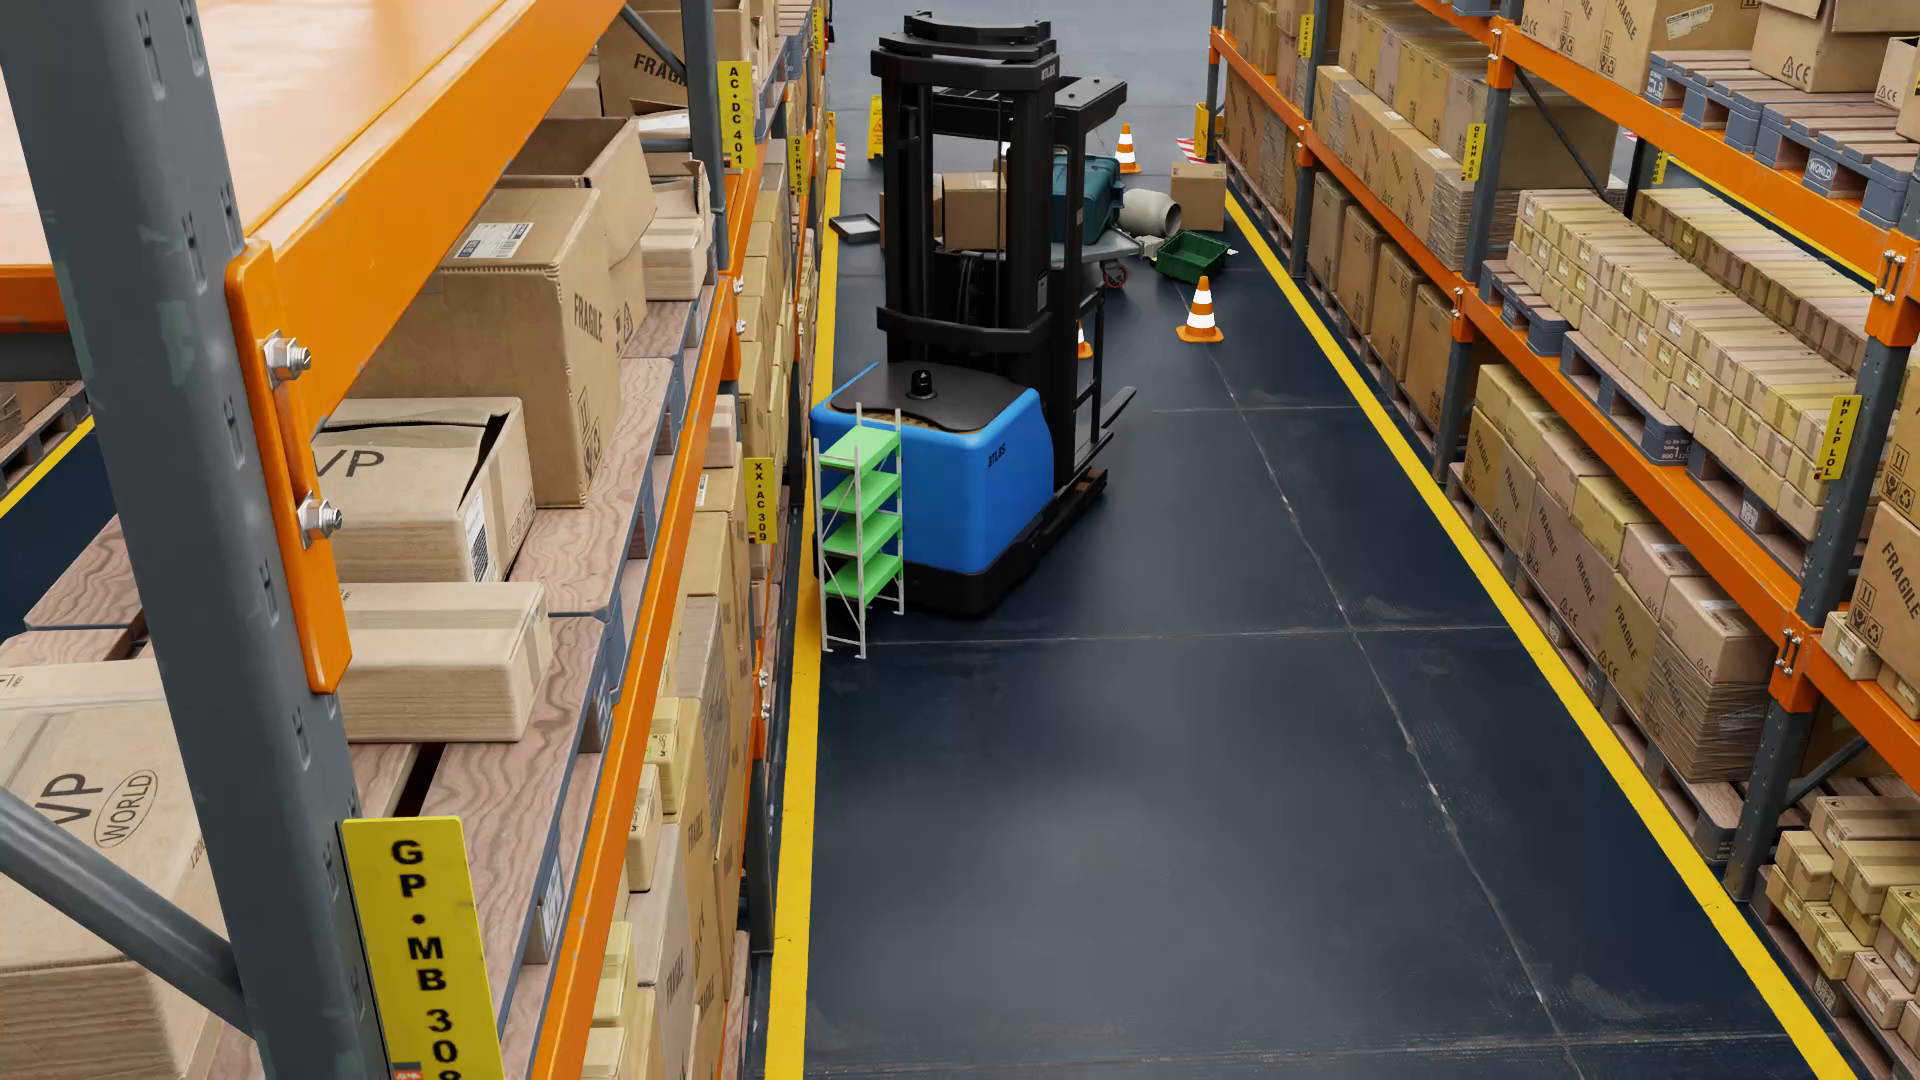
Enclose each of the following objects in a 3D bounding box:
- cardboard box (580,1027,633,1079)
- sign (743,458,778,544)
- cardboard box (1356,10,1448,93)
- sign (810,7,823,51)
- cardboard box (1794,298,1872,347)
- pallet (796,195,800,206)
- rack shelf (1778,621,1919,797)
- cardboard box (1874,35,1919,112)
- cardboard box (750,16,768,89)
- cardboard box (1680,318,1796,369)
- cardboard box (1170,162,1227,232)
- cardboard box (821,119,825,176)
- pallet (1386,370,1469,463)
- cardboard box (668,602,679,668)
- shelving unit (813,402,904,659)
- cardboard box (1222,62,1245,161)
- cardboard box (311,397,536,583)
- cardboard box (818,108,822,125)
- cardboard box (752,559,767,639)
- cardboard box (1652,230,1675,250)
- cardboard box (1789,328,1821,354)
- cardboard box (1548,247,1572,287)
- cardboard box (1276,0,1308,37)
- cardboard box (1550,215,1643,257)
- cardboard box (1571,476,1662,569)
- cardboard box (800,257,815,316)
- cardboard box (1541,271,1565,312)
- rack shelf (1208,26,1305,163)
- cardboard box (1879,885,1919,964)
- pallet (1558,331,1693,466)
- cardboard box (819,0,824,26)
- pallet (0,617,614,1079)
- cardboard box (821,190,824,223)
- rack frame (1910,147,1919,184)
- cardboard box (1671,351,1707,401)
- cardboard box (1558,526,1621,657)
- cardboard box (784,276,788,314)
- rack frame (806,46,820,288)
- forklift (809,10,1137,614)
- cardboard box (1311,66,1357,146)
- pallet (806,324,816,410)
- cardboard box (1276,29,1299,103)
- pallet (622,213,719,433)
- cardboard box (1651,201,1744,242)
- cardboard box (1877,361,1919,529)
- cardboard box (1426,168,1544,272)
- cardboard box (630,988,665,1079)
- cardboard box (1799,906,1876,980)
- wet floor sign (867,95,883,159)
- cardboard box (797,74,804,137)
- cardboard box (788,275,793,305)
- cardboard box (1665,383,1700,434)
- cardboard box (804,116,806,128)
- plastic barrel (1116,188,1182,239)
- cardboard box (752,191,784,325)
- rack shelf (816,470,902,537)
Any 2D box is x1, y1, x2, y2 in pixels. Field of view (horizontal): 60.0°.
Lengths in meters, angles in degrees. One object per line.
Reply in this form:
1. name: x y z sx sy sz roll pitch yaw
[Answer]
1. cardboard box: -0.759 0.958 2.778 0.380 0.149 0.250 -1 28 -1
2. sign: -0.688 -0.134 5.742 0.100 0.325 0.005 -1 28 -3
3. cardboard box: 3.339 -3.583 12.186 0.700 0.500 0.500 -2 28 -3
4. sign: -1.106 -3.924 12.778 0.100 0.325 0.005 -1 28 -3
5. cardboard box: 4.066 -0.996 7.590 0.380 0.149 0.250 0 28 -1
6. pallet: -1.595 -2.376 11.270 1.003 0.211 1.213 -1 28 -3
7. rack shelf: 3.800 1.375 4.647 1.077 0.370 4.000 -1 28 -3
8. cardboard box: 3.860 -1.755 6.270 0.500 0.311 0.500 -2 28 -3
9. cardboard box: -0.988 -2.010 6.807 0.396 0.266 0.258 1 28 2
10. cardboard box: 3.430 -0.865 7.338 0.380 0.149 0.250 -2 28 -4
11. cardboard box: 2.172 -3.147 15.240 0.500 0.500 0.500 3 28 6
12. cardboard box: -1.486 -3.460 14.849 0.500 0.500 0.500 0 28 0
13. pallet: 3.521 -0.844 11.140 1.003 0.211 1.213 -1 28 -3
14. cardboard box: -0.905 0.250 4.136 0.380 0.149 0.250 -2 28 -4
15. shelving unit: -0.509 -0.045 8.539 0.258 1.200 0.503 11 29 20
16. cardboard box: 3.171 -4.341 16.674 0.875 0.875 0.875 -1 28 -2
17. cardboard box: -1.061 -0.067 2.926 0.500 0.311 0.500 -1 28 -2
18. cardboard box: -1.413 -3.682 14.574 0.380 0.149 0.250 0 28 0
19. cardboard box: -1.001 0.156 6.370 0.500 0.250 0.500 -2 28 -4
20. cardboard box: 3.983 -1.581 9.033 0.380 0.149 0.250 0 28 -1
21. cardboard box: 4.061 -0.873 7.676 0.380 0.149 0.250 -2 28 -4
22. cardboard box: 3.345 -1.445 8.772 0.380 0.149 0.250 -2 28 -4
23. cardboard box: 3.148 -4.529 13.861 0.875 0.550 0.550 -1 28 -3
24. cardboard box: 3.343 -1.597 8.743 0.380 0.149 0.250 -2 28 -3
25. cardboard box: 3.349 -0.097 8.130 0.500 0.250 0.500 -3 28 -5
26. cardboard box: -1.589 -1.842 12.426 0.950 0.372 0.625 0 28 1
27. cardboard box: 3.337 -1.329 8.872 0.380 0.149 0.250 0 28 0
28. rack shelf: 3.174 -4.166 15.272 1.077 0.370 4.000 -1 28 -3
29. cardboard box: 3.525 1.355 5.893 0.380 0.149 0.250 -2 28 -3
30. pallet: 3.631 -0.716 8.087 1.003 0.211 1.213 -1 28 -3
31. cardboard box: -1.471 -4.460 13.546 0.700 0.500 0.500 -1 28 -2
32. pallet: -1.082 0.513 2.374 1.003 0.211 1.213 -1 28 -3
33. cardboard box: -1.460 -2.888 14.562 0.500 0.250 0.500 0 28 0
34. rack frame: 3.696 -2.527 4.864 1.000 3.000 0.127 -1 28 -3
35. cardboard box: 3.422 -0.736 7.412 0.380 0.149 0.250 -3 28 -5
36. cardboard box: 3.357 0.245 8.285 0.500 0.500 0.500 -2 28 -4
37. cardboard box: -1.141 -1.249 8.523 0.500 0.250 0.500 -2 28 -4
38. rack frame: -1.660 -3.395 13.017 1.000 3.000 0.127 -1 28 -3
39. forklift: 0.260 -1.562 9.576 1.130 2.935 3.031 12 30 22
40. cardboard box: 3.037 -3.357 12.834 0.500 0.500 0.500 -1 28 -2
41. pallet: -1.551 -1.235 11.889 1.003 0.211 1.213 -1 28 -3
42. cardboard box: 3.196 -4.052 14.113 0.875 0.550 0.550 -1 28 -3
43. pallet: -1.210 -0.614 4.535 1.003 0.211 1.213 -1 28 -3
44. cardboard box: 3.981 -1.722 8.982 0.380 0.149 0.250 -2 28 -3
45. cardboard box: 3.476 -0.272 5.518 0.500 0.500 0.500 -1 28 -1
46. cardboard box: 3.195 -1.960 10.157 0.500 0.500 0.500 -1 28 -3
47. cardboard box: -0.808 1.192 3.032 0.500 0.500 0.500 -2 28 -4
48. cardboard box: 3.408 1.509 6.241 0.380 0.149 0.250 -1 28 -1
49. wet floor sign: -0.810 -4.312 17.321 0.267 0.644 0.232 8 29 15
50. cardboard box: -1.358 -3.083 11.533 0.500 0.500 0.500 0 28 -1
51. cardboard box: -1.165 -1.254 9.074 0.500 0.250 0.500 -2 28 -4
52. cardboard box: 3.419 -0.600 7.474 0.380 0.149 0.250 -3 28 -5
53. cardboard box: -1.312 -2.999 12.074 0.380 0.149 0.250 -2 28 -3
54. plastic barrel: 1.687 -2.906 14.864 0.512 0.421 0.421 19 33 32
55. cardboard box: -1.108 -1.337 7.881 0.500 0.500 0.500 -1 28 -3
56. rack shelf: -0.509 -0.201 8.458 0.258 0.148 0.480 11 29 20
